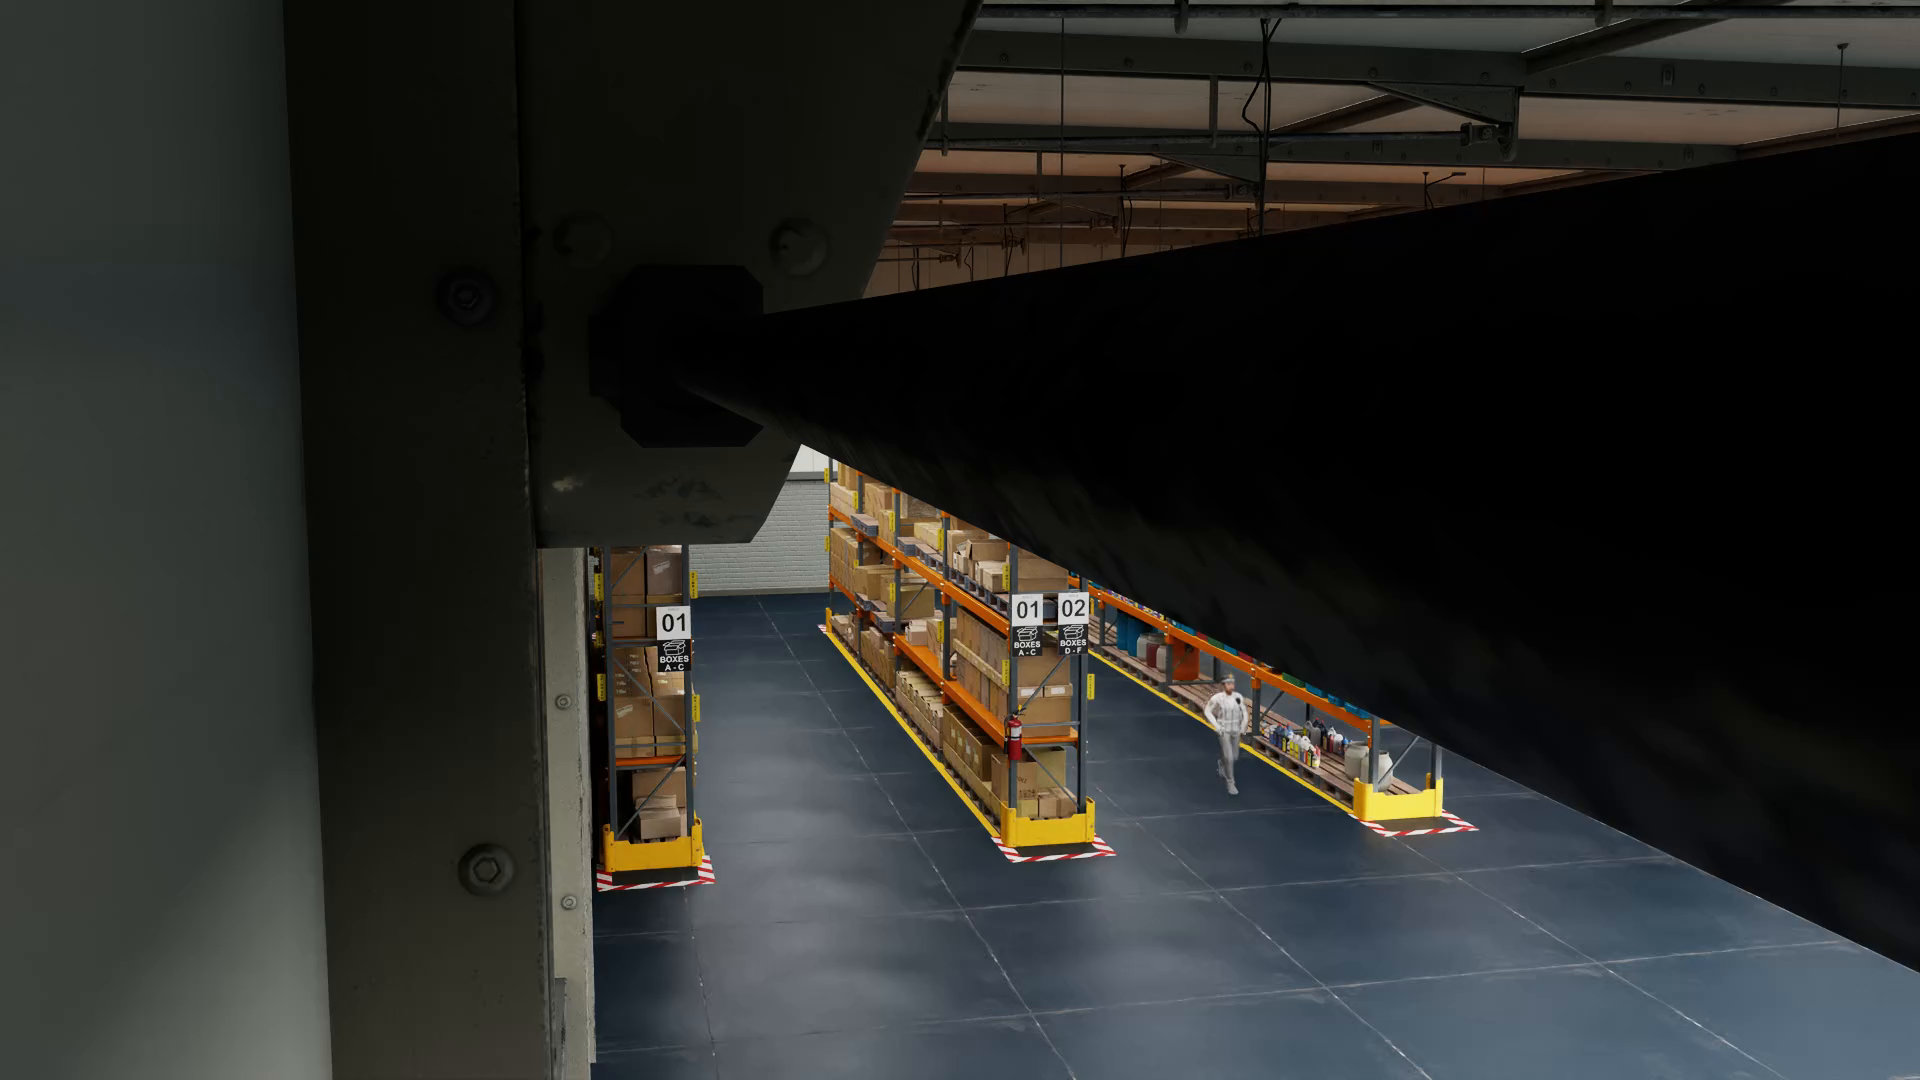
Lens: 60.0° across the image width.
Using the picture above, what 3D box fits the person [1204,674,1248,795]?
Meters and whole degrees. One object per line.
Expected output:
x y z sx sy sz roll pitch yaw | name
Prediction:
3.784 2.706 23.610 0.632 1.677 0.758 -2 7 -15 | person

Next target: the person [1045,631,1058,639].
1.618 1.893 29.974 0.677 1.823 0.737 -3 7 -21 | person
